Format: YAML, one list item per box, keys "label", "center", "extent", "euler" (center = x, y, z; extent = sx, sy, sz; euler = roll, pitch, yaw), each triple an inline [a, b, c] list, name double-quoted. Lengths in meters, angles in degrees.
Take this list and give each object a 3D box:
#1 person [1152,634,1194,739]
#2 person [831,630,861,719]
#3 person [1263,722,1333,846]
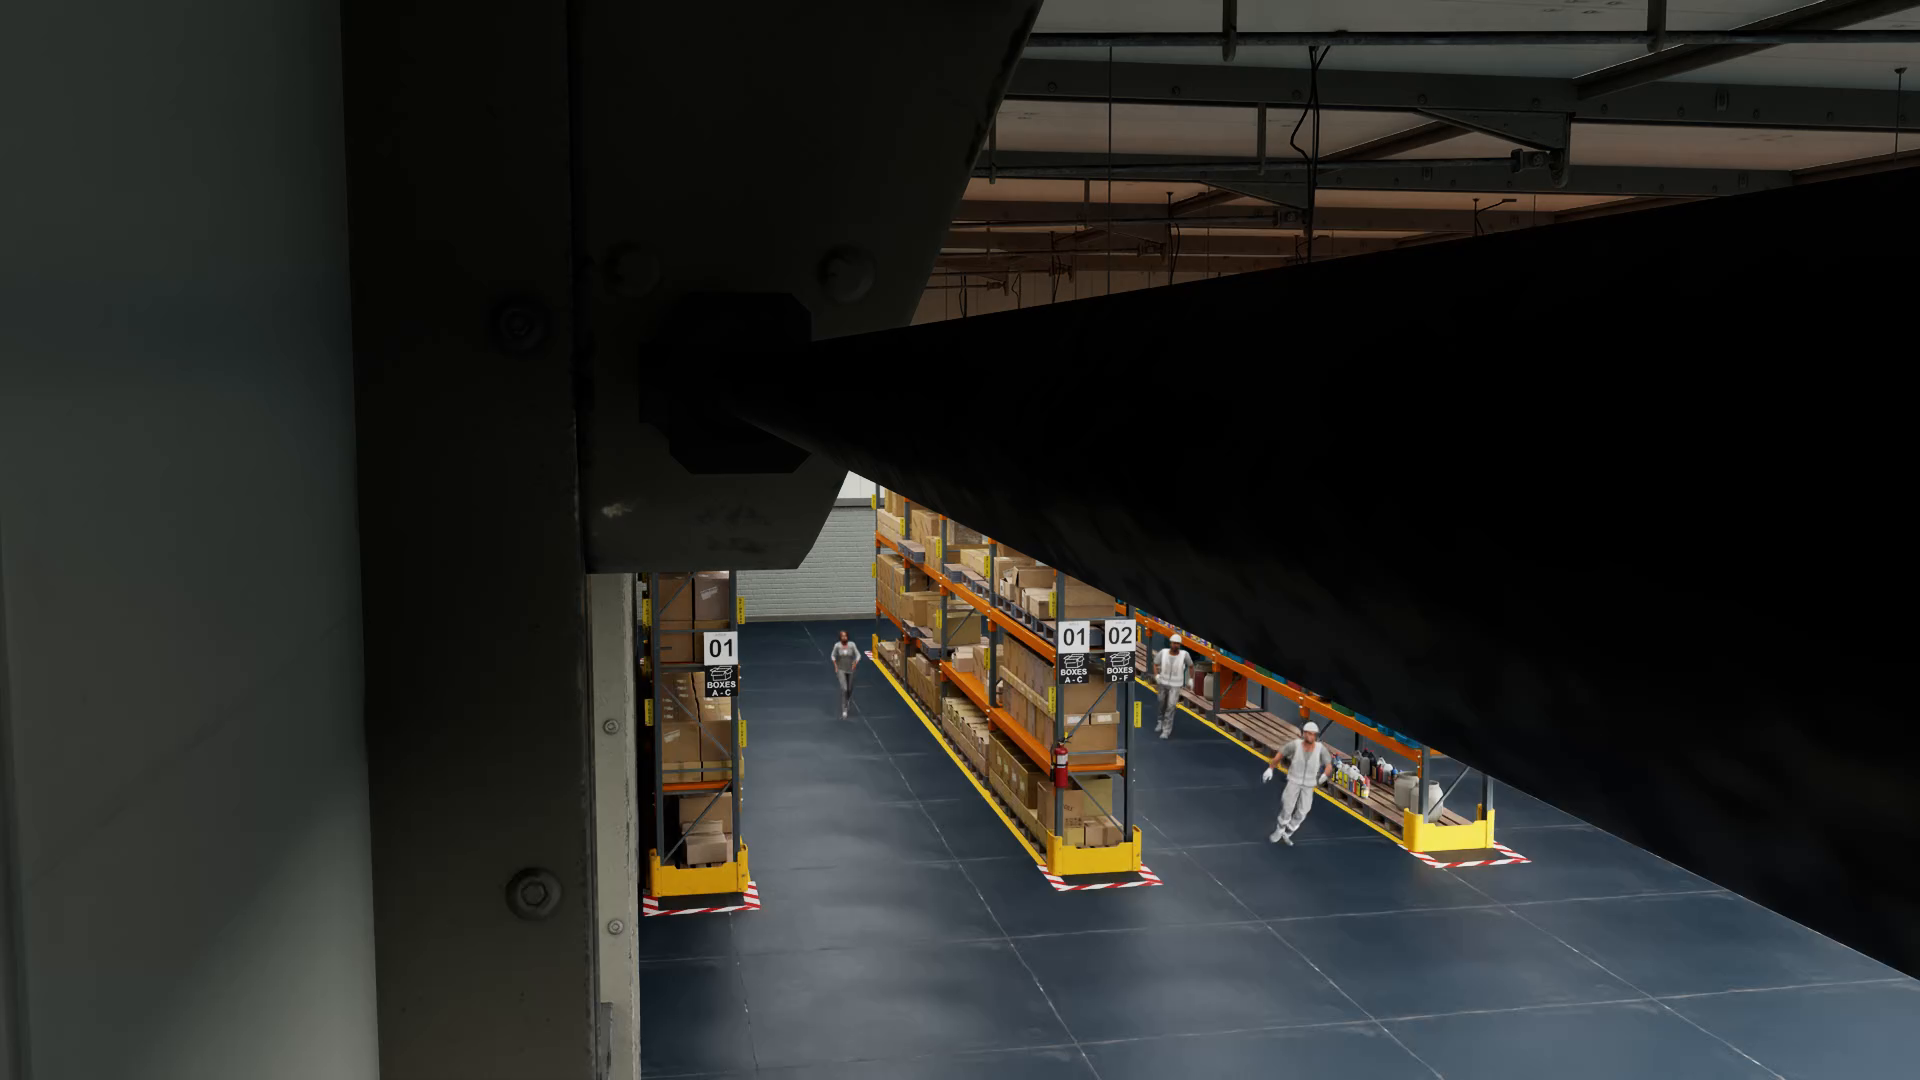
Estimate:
- label: "person"
  center: [3.638, 2.486, 28.493]
  extent: [0.723, 1.764, 0.962]
  euler: [2, 6, 17]
- label: "person"
  center: [-2.089, 2.433, 30.435]
  extent: [0.541, 1.586, 0.733]
  euler: [-1, 6, -6]
- label: "person"
  center: [4.507, 3.241, 22.022]
  extent: [0.861, 1.679, 0.669]
  euler: [0, 6, -3]
